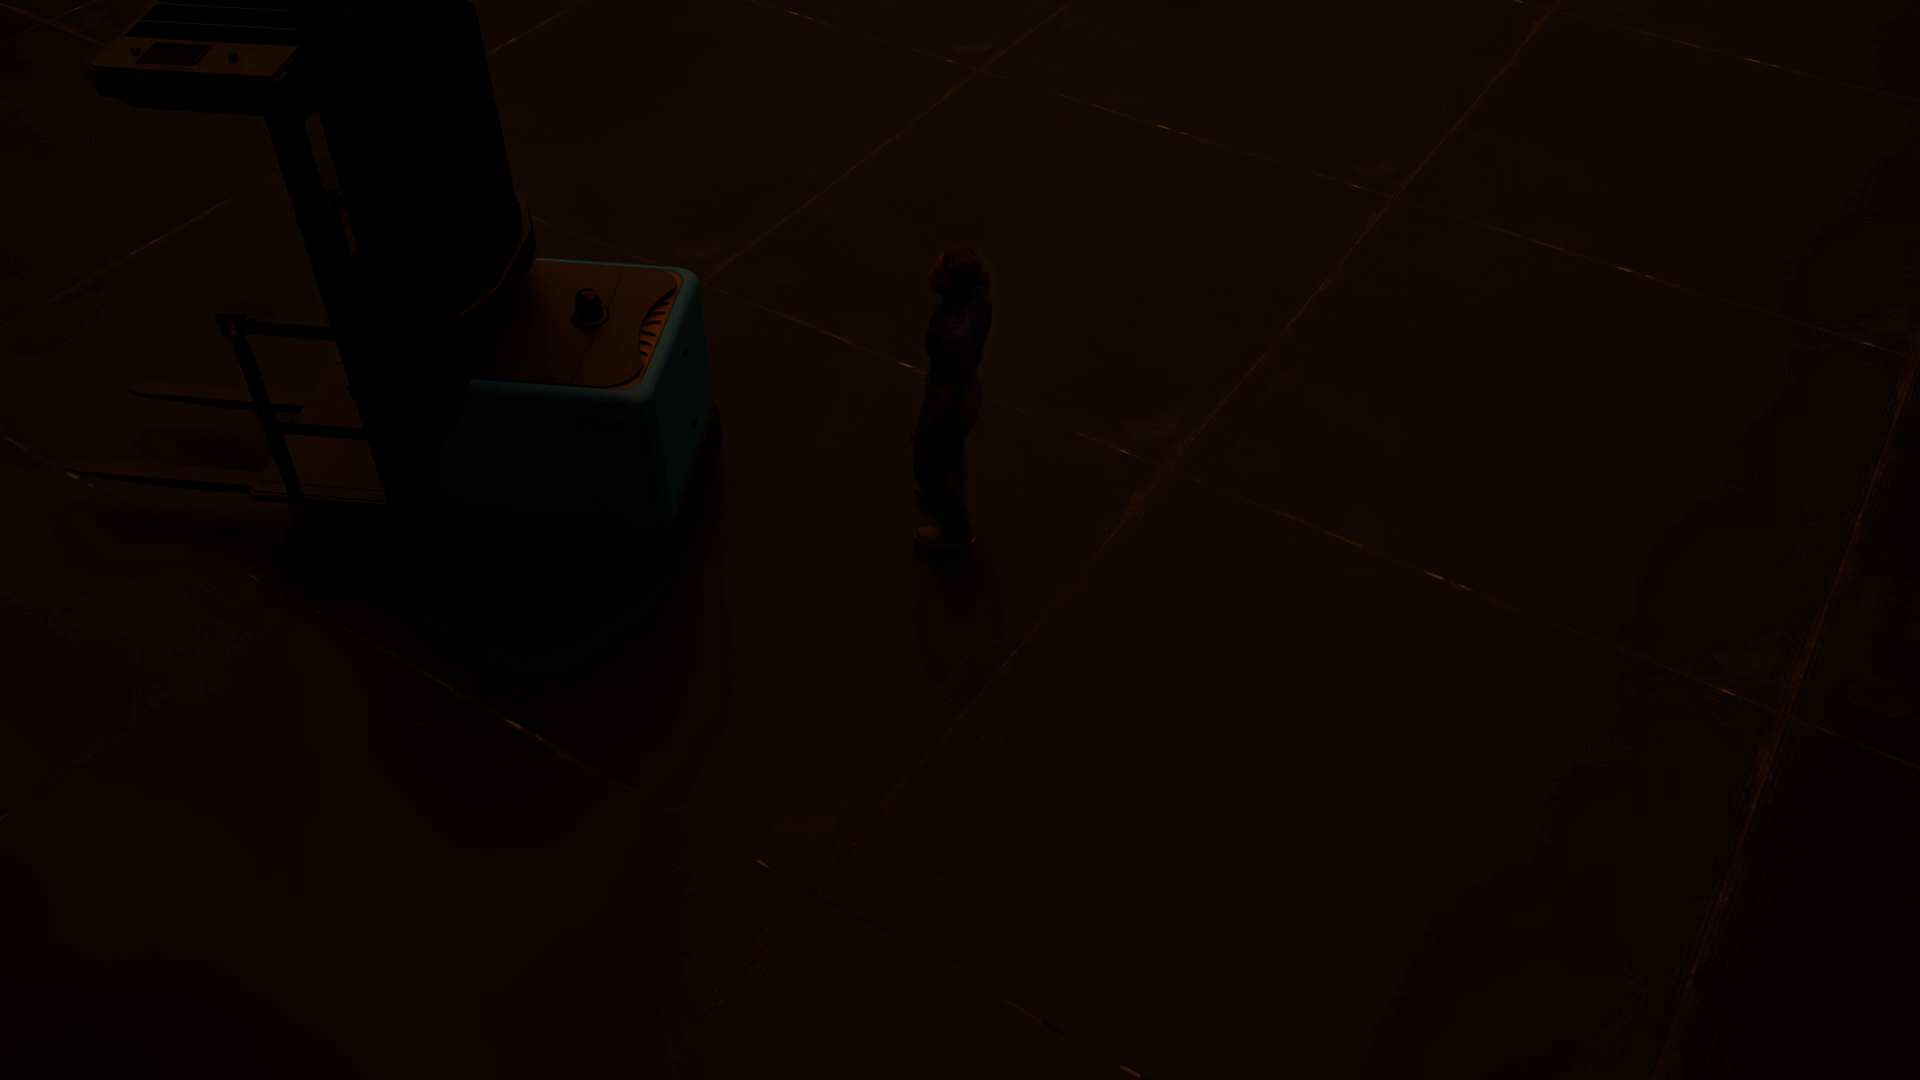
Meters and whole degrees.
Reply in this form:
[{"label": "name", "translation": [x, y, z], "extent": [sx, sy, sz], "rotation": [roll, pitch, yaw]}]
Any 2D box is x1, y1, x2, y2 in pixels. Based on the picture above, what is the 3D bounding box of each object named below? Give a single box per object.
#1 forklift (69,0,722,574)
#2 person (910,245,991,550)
[{"label": "forklift", "translation": [-2.757, -1.348, 7.270], "extent": [3.031, 2.935, 1.130], "rotation": [5, 44, 5]}, {"label": "person", "translation": [-0.074, -0.650, 7.423], "extent": [0.415, 1.649, 0.644], "rotation": [7, 44, 7]}]
